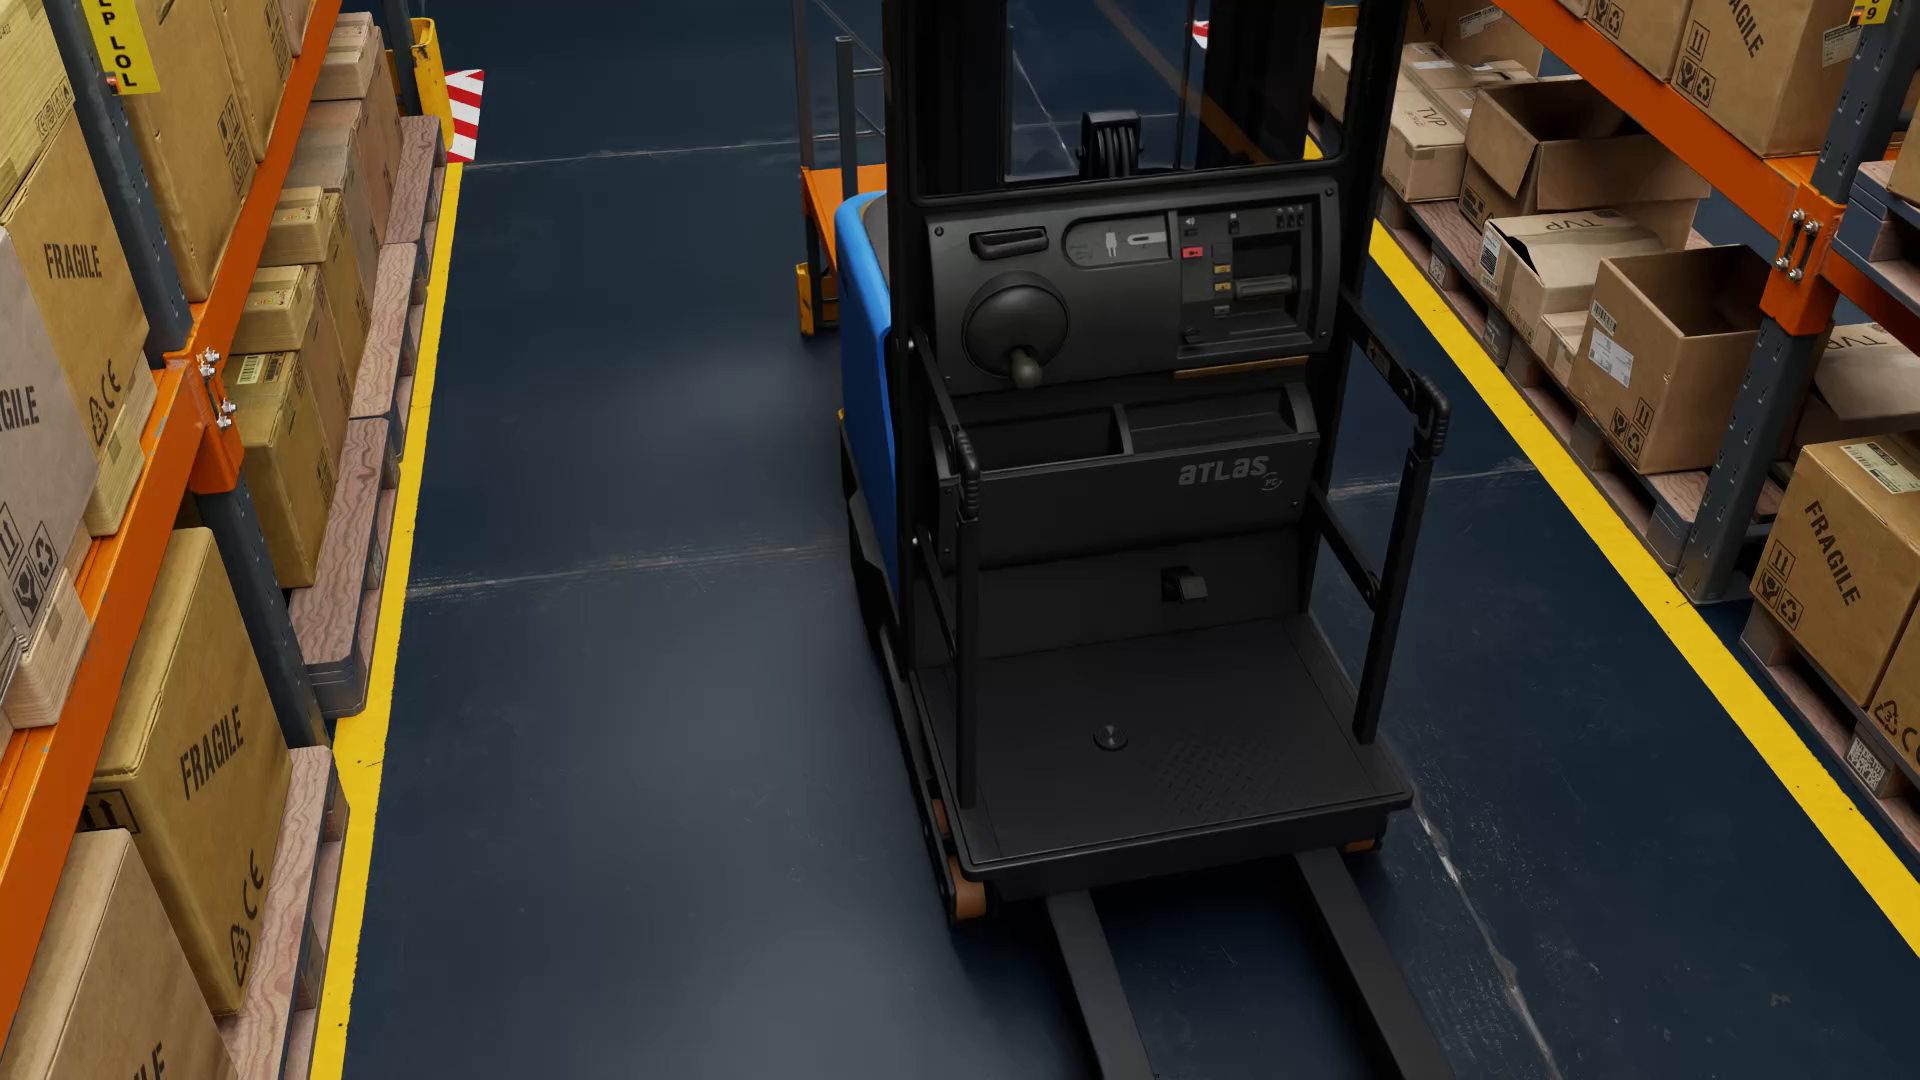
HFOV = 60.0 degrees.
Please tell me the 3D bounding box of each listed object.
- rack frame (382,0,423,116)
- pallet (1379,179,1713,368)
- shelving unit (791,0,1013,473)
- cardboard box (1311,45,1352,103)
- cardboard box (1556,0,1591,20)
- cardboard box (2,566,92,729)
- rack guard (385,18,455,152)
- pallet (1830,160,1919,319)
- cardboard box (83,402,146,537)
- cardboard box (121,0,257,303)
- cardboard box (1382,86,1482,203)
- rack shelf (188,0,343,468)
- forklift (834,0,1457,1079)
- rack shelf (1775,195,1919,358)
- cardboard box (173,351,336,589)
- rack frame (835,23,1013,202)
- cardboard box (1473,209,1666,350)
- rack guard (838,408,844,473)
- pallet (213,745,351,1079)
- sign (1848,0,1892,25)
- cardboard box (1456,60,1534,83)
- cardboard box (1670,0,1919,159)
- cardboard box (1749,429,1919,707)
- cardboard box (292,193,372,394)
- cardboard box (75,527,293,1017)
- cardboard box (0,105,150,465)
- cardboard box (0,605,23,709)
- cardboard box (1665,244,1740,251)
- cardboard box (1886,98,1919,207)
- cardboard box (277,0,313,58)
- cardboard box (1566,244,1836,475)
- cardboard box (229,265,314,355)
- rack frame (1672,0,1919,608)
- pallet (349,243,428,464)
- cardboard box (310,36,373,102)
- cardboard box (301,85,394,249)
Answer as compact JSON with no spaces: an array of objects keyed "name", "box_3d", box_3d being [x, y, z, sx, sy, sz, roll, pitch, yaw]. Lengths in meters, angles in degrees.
[{"name":"rack frame","box_3d":[-2.896,-2.953,6.607,1.000,3.000,0.127,-6,38,-8]},{"name":"pallet","box_3d":[2.345,-1.124,6.526,1.003,0.211,1.213,-6,38,-8]},{"name":"shelving unit","box_3d":[-0.208,-1.131,5.484,0.587,1.500,1.083,-8,38,-10]},{"name":"cardboard box","box_3d":[1.760,-2.102,7.462,0.380,0.166,0.250,-6,38,-8]},{"name":"cardboard box","box_3d":[2.158,-2.008,5.308,0.500,0.500,0.500,-5,38,-7]},{"name":"cardboard box","box_3d":[-1.684,0.192,2.746,0.380,0.149,0.250,-6,38,-8]},{"name":"rack guard","box_3d":[-2.900,-1.981,7.392,1.175,0.500,0.348,-6,38,-8]},{"name":"pallet","box_3d":[2.715,-0.502,3.608,1.003,0.211,1.213,-6,38,-8]},{"name":"cardboard box","box_3d":[-1.789,-0.122,3.151,0.380,0.149,0.250,-6,38,-7]},{"name":"cardboard box","box_3d":[-2.273,-0.985,3.829,0.980,0.700,0.700,-6,38,-7]},{"name":"cardboard box","box_3d":[1.972,-1.613,6.764,0.500,0.250,0.500,-6,38,-8]},{"name":"rack shelf","box_3d":[-2.545,-1.461,5.272,1.077,0.370,4.000,-6,38,-8]},{"name":"forklift","box_3d":[0.439,-0.488,3.489,1.130,2.935,3.031,-8,38,-10]},{"name":"rack shelf","box_3d":[3.033,0.420,2.851,1.077,0.370,4.000,-6,38,-8]},{"name":"cardboard box","box_3d":[-2.224,-0.179,4.730,0.700,0.500,0.500,-6,38,-7]},{"name":"rack frame","box_3d":[-0.098,-0.821,5.084,0.500,1.500,0.032,-8,38,-10]},{"name":"cardboard box","box_3d":[2.171,-0.951,5.862,0.500,0.311,0.500,-6,38,-8]},{"name":"rack guard","box_3d":[-0.102,-0.339,5.483,0.587,0.250,0.087,-8,38,-10]},{"name":"pallet","box_3d":[-1.985,1.022,3.763,1.003,0.211,1.213,-6,38,-8]},{"name":"sign","box_3d":[2.149,-1.351,3.839,0.100,0.325,0.005,-6,38,-8]},{"name":"cardboard box","box_3d":[2.301,-1.987,7.314,0.380,0.166,0.250,-6,38,-8]},{"name":"cardboard box","box_3d":[2.342,-1.386,4.508,0.500,0.500,0.500,-6,38,-7]},{"name":"cardboard box","box_3d":[2.527,0.059,4.408,0.500,0.500,0.500,-8,39,-10]},{"name":"cardboard box","box_3d":[-2.397,-0.793,5.521,0.700,0.500,0.500,-5,38,-7]},{"name":"cardboard box","box_3d":[-1.952,0.524,3.540,0.750,0.750,0.750,-6,38,-7]},{"name":"cardboard box","box_3d":[-1.865,-0.451,3.045,0.500,0.500,0.500,-7,38,-9]},{"name":"cardboard box","box_3d":[-1.686,0.161,2.258,0.500,0.500,0.500,-6,38,-8]},{"name":"cardboard box","box_3d":[2.660,-0.925,5.947,0.380,0.166,0.250,-6,38,-8]},{"name":"cardboard box","box_3d":[2.545,-0.968,3.627,0.700,0.500,0.500,-19,42,-23]},{"name":"cardboard box","box_3d":[-2.533,-1.865,4.961,0.980,0.700,0.700,-8,39,-10]},{"name":"cardboard box","box_3d":[2.303,-0.573,5.221,0.500,0.500,0.500,-6,38,-8]},{"name":"cardboard box","box_3d":[-2.105,-0.661,4.823,0.380,0.149,0.250,-5,38,-6]},{"name":"rack frame","box_3d":[2.682,-1.072,4.185,1.000,3.000,0.127,-6,38,-8]},{"name":"pallet","box_3d":[-2.468,-0.642,5.905,1.003,0.211,1.213,-6,38,-8]},{"name":"cardboard box","box_3d":[-2.427,-1.764,6.242,0.380,0.149,0.250,-5,38,-7]},{"name":"cardboard box","box_3d":[-2.587,-1.418,6.325,0.700,0.500,0.500,-6,38,-8]}]
